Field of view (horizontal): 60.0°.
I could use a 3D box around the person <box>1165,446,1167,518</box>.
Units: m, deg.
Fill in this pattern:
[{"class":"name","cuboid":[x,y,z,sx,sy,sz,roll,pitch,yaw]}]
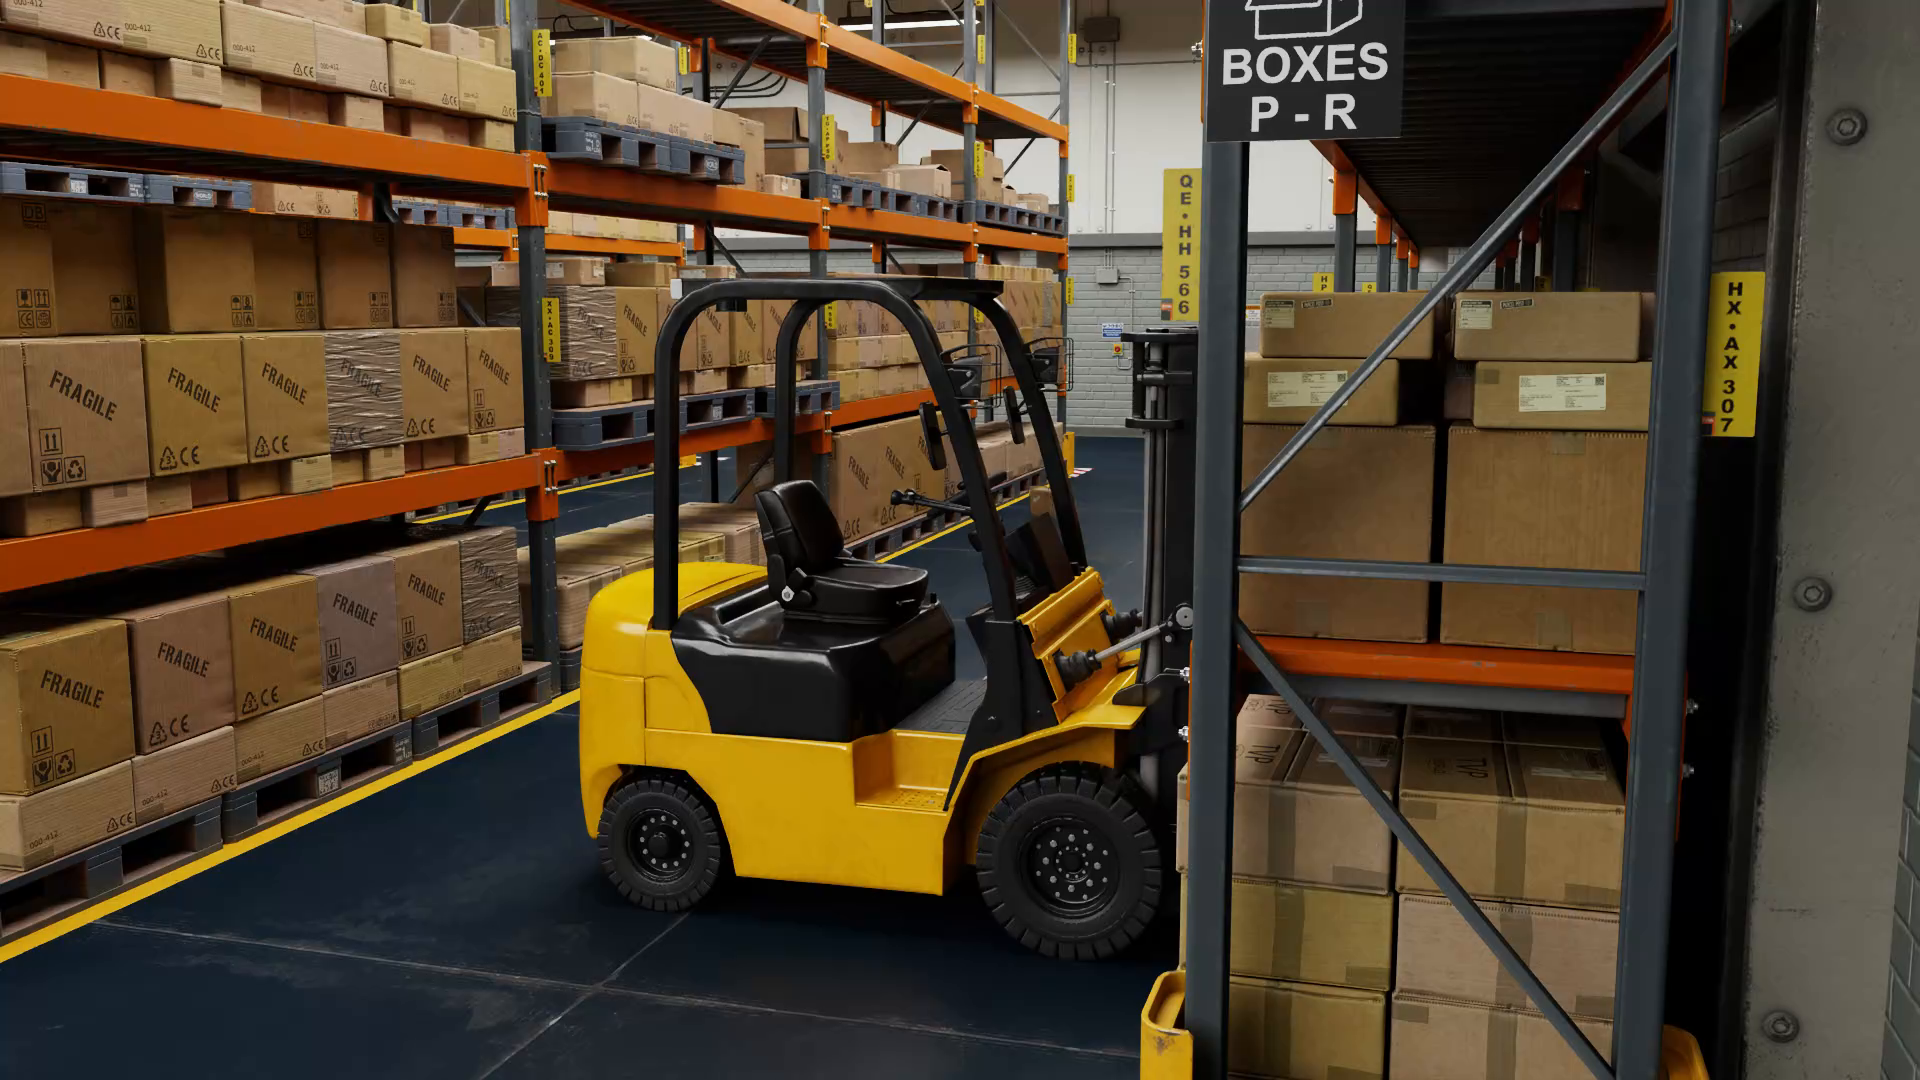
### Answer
[{"class":"person","cuboid":[1.495,-0.283,10.325,0.565,1.783,0.377,2,8,12]}]
